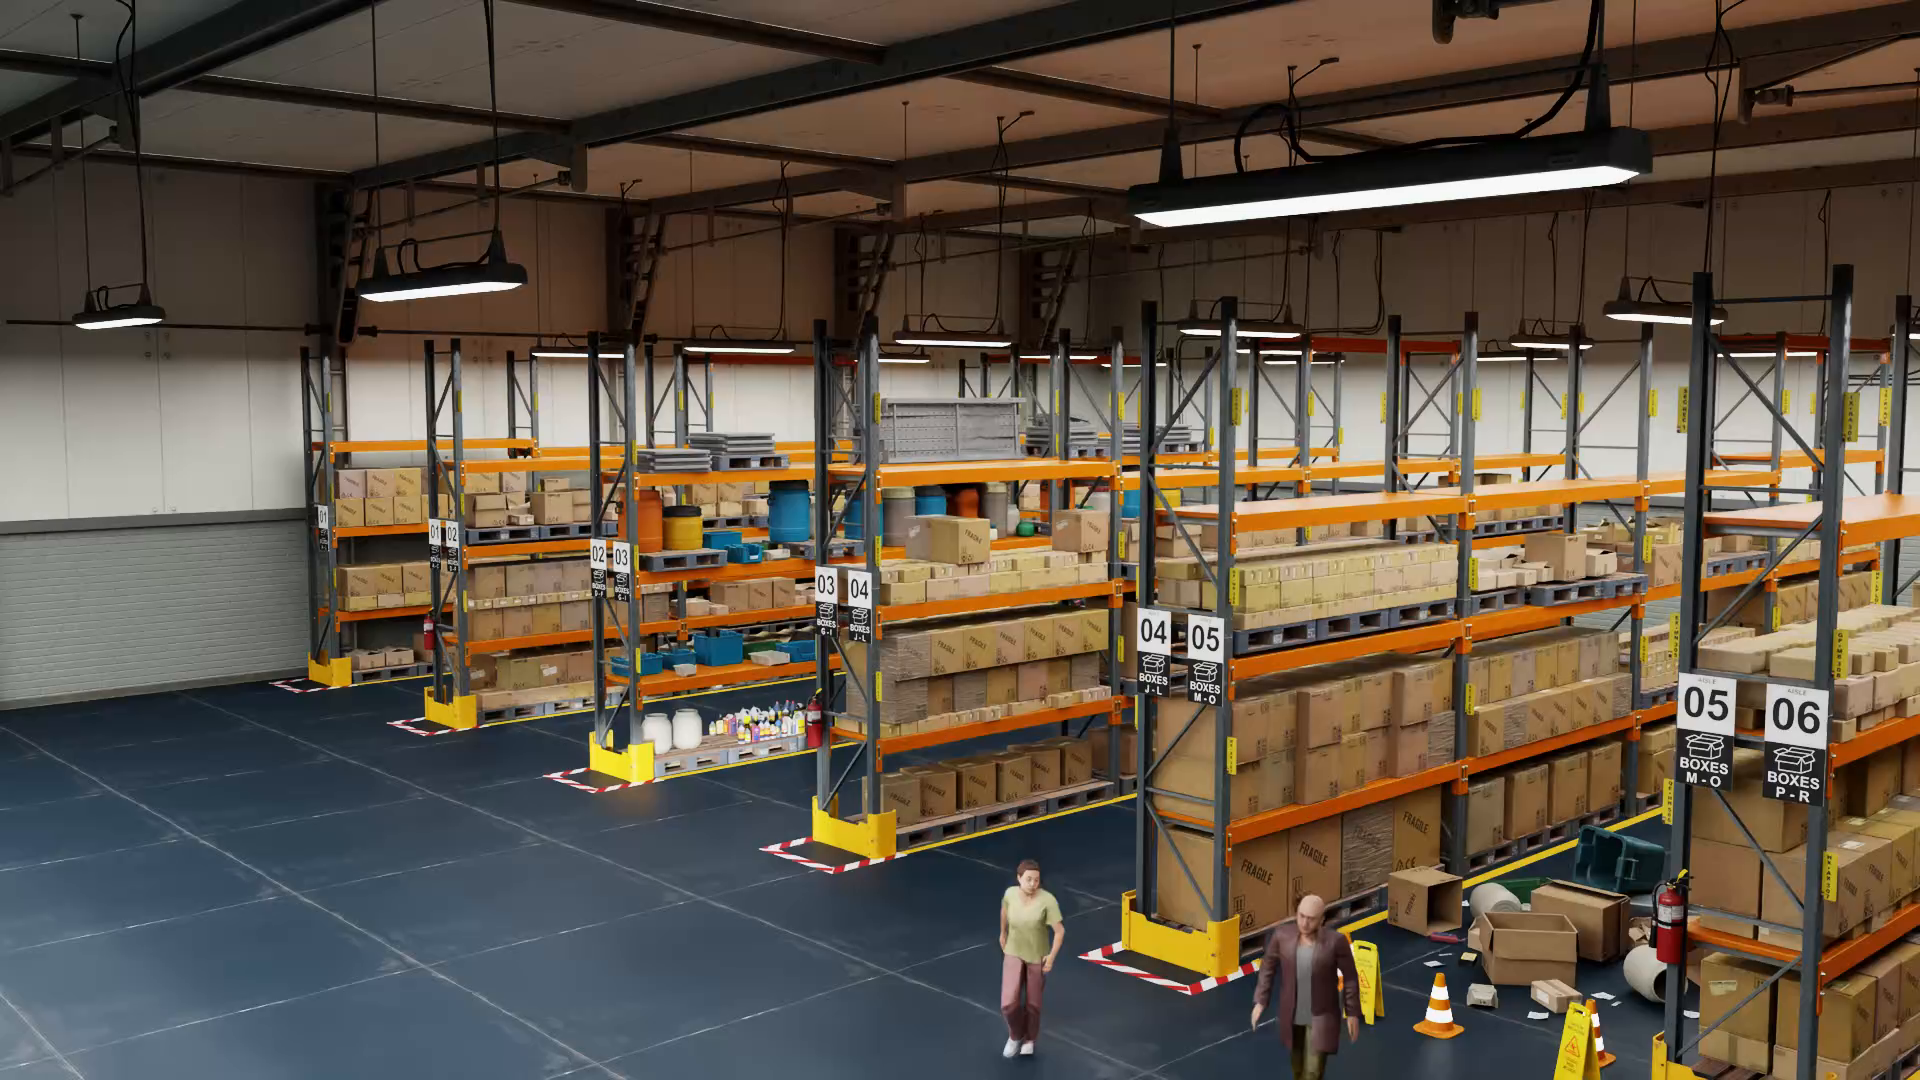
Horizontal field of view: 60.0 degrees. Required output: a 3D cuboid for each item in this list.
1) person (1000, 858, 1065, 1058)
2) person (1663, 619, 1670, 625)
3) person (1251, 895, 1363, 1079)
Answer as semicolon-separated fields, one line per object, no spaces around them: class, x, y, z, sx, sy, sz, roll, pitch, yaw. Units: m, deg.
person;0.537;3.221;12.769;0.550;1.615;0.736;1;5;9
person;11.073;2.070;25.987;0.688;1.675;0.576;-4;6;-38
person;2.376;3.257;11.383;0.721;1.740;0.970;3;6;28
